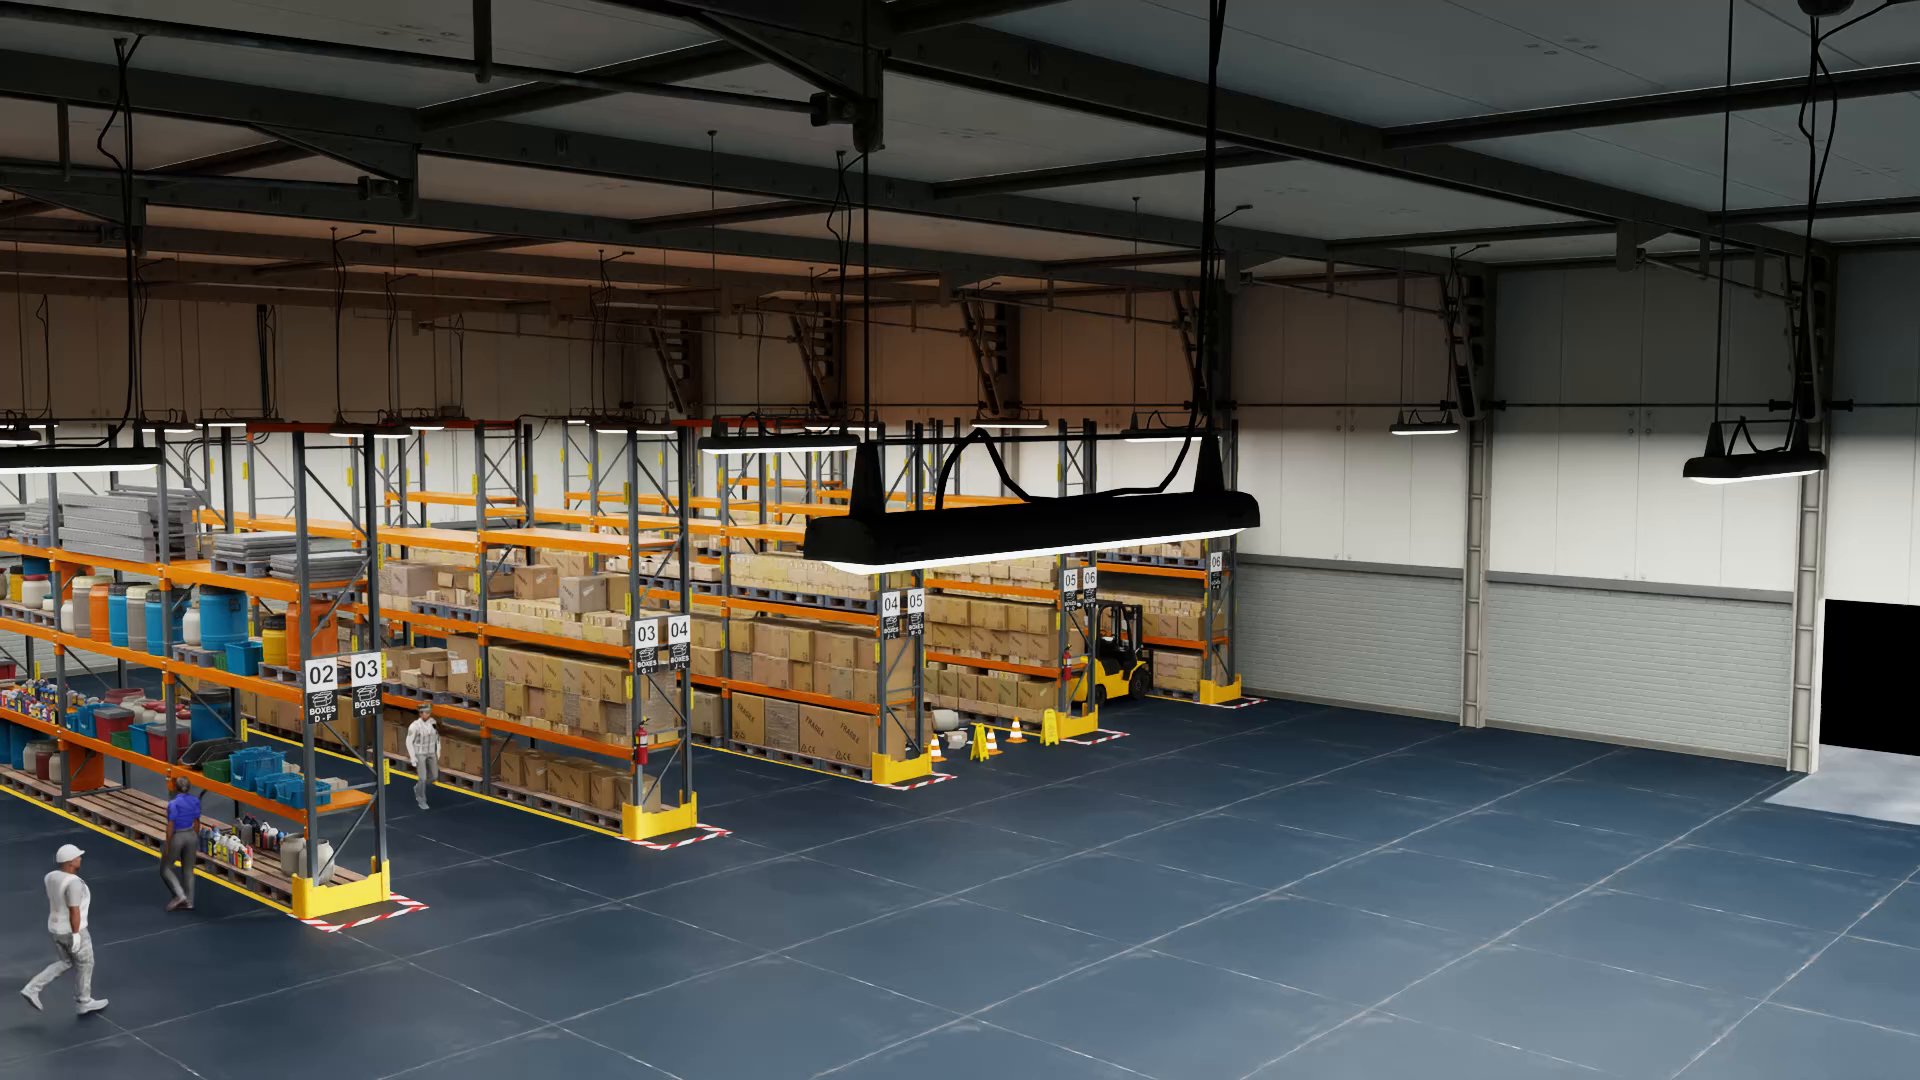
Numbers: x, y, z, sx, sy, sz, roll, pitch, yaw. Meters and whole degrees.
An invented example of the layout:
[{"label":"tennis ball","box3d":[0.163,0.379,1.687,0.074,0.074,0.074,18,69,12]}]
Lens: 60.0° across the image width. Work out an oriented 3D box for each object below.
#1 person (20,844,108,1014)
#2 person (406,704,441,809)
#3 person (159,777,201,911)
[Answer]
[{"label":"person","box3d":[-9.252,4.033,17.153,0.546,1.770,0.768,4,6,39]},{"label":"person","box3d":[-8.485,3.375,26.213,0.550,1.660,0.583,4,6,40]},{"label":"person","box3d":[-9.745,3.796,20.818,0.425,1.658,0.529,3,6,35]}]
